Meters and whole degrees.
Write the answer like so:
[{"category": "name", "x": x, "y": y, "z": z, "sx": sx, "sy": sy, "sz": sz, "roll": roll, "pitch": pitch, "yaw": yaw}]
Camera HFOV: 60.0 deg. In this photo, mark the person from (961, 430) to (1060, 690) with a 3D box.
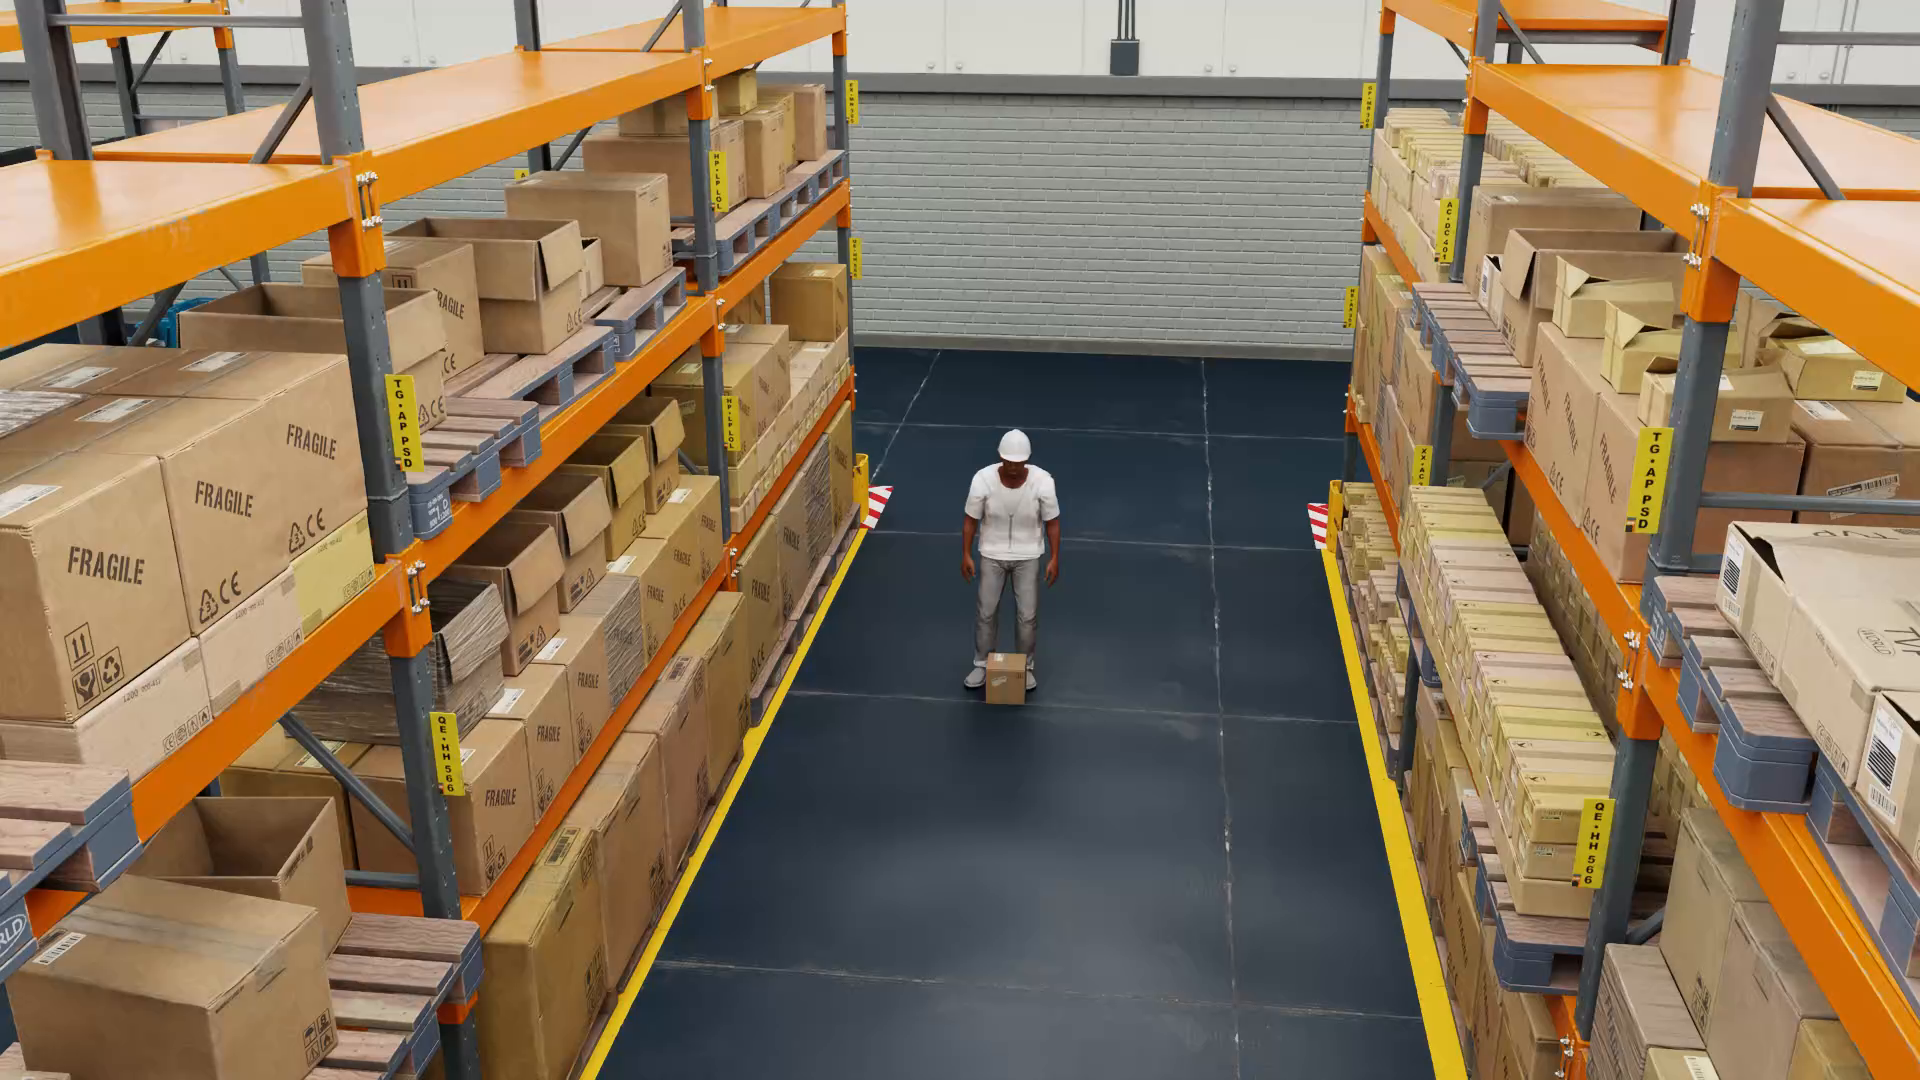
[{"category": "person", "x": 0.326, "y": 0.118, "z": 10.749, "sx": 0.637, "sy": 1.761, "sz": 0.456, "roll": 2, "pitch": 21, "yaw": 4}]
